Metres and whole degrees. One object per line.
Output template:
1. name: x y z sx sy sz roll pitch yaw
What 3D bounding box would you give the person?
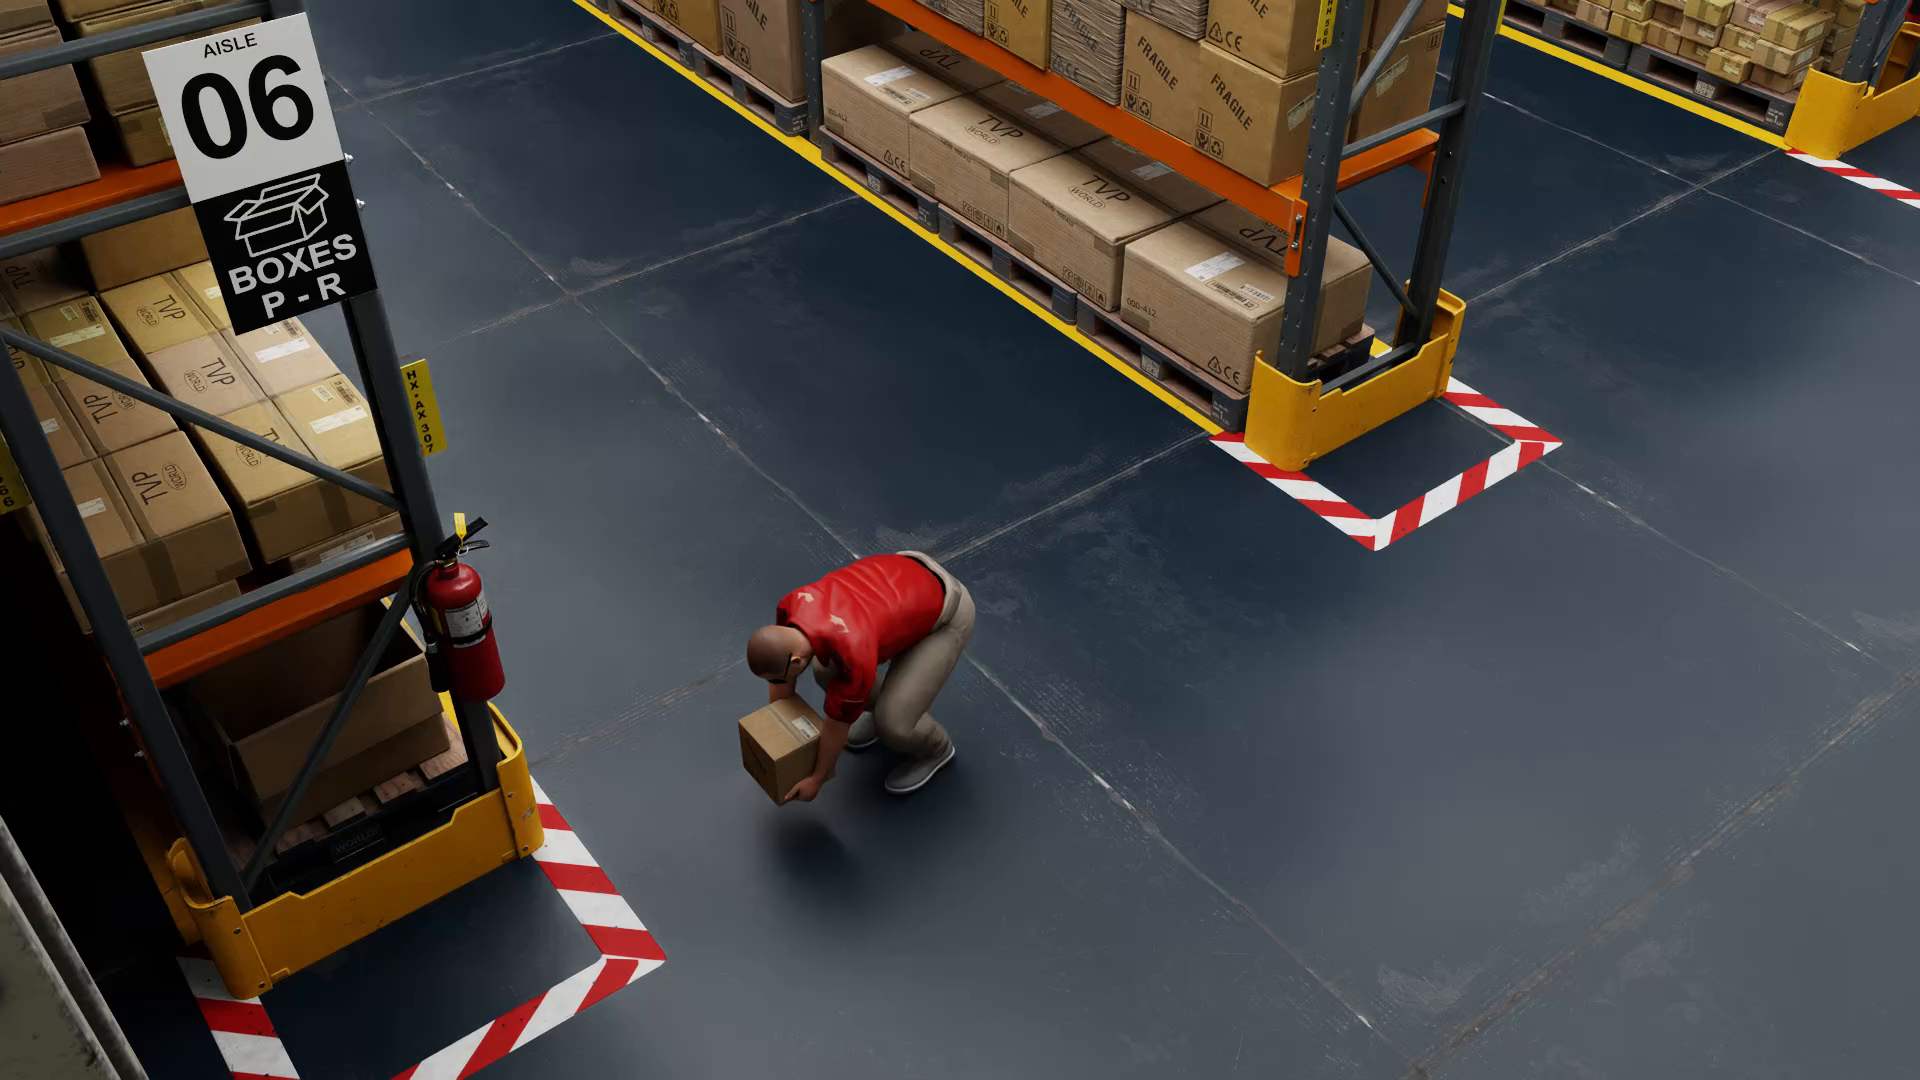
1. person: -0.366 0.519 6.129 0.938 0.990 0.542 -28 48 -30
